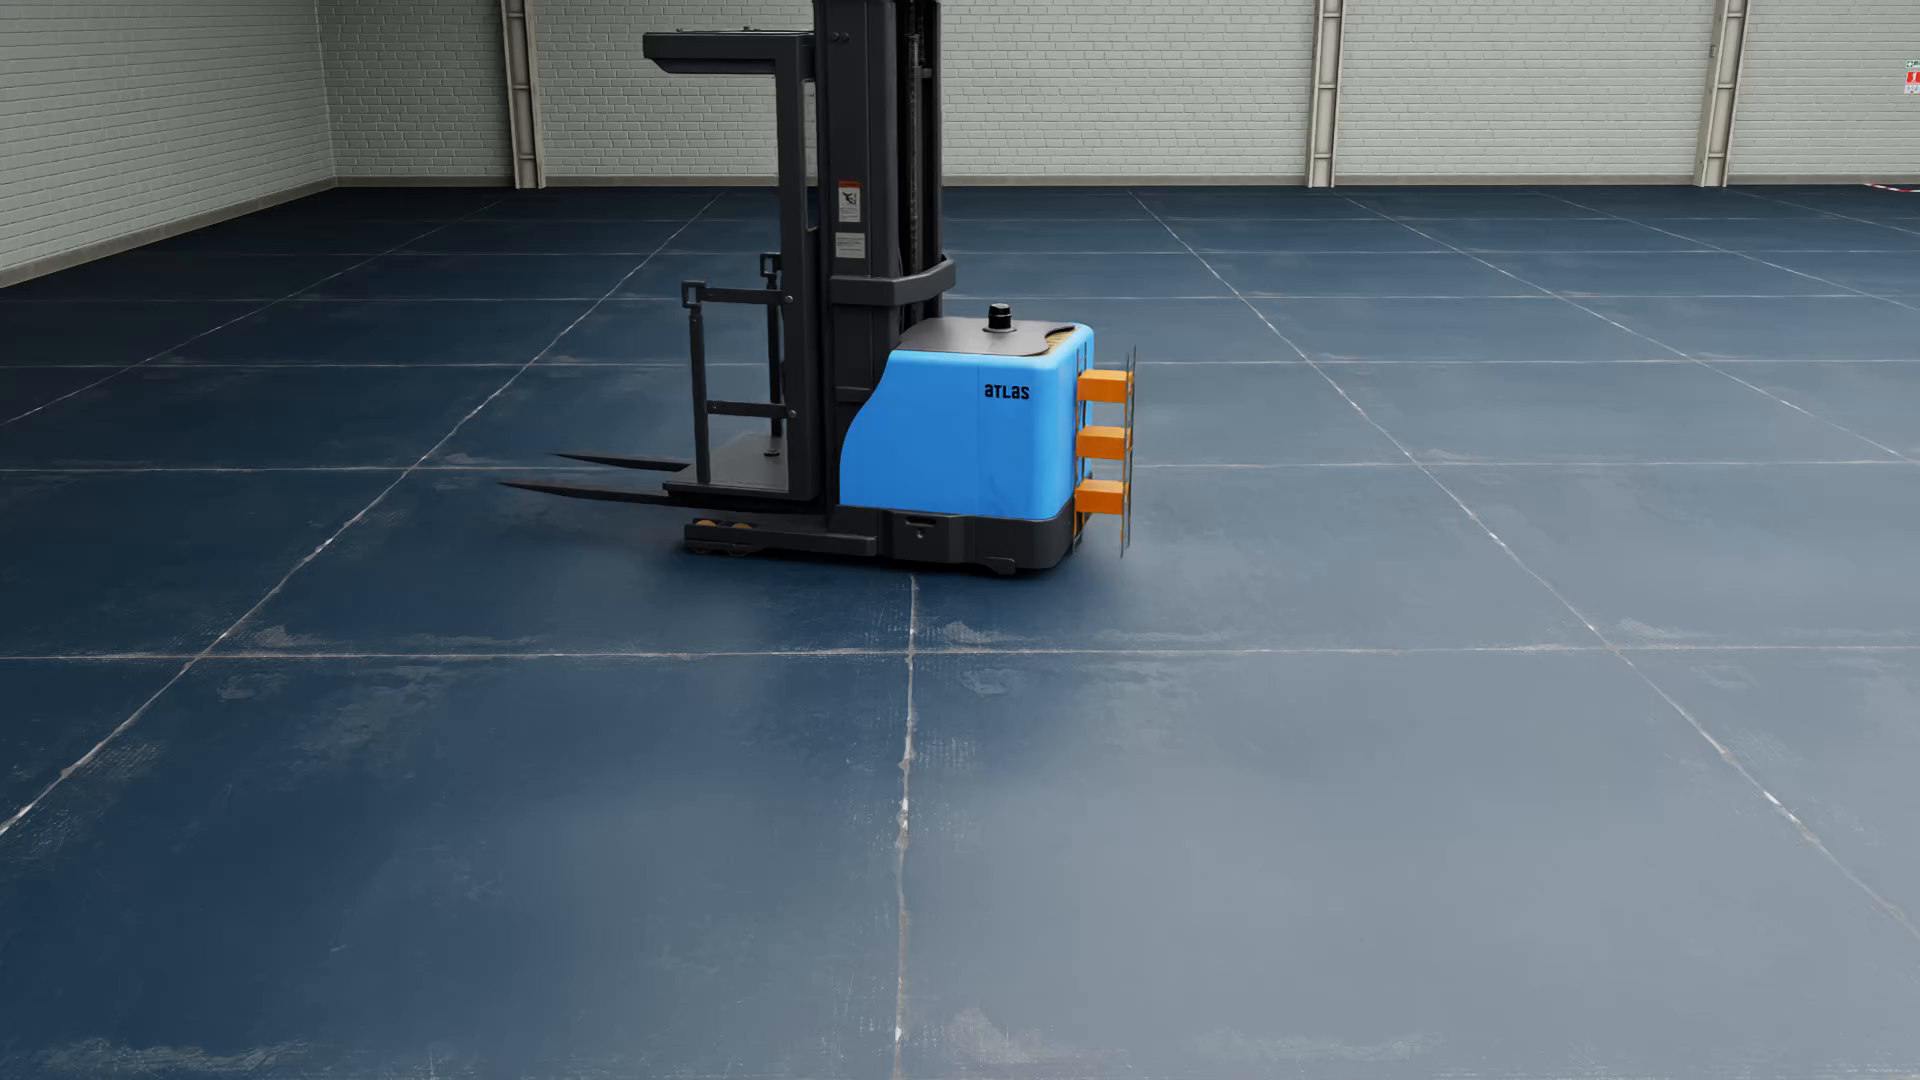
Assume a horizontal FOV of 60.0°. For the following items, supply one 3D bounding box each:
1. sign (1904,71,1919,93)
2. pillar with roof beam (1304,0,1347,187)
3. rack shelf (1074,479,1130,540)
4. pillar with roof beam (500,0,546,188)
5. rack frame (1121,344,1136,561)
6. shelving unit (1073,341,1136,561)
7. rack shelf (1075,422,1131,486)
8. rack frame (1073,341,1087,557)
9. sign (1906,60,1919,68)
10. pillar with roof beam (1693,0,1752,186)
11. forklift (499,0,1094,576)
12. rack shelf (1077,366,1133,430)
[{"bbox_3d":[14.461,-6.942,25.219,0.234,0.329,0.001,0,18,-1],"label":"sign"},{"bbox_3d":[5.556,-8.380,19.940,0.400,9.000,9.100,0,18,-1],"label":"pillar with roof beam"},{"bbox_3d":[0.709,-0.161,8.275,0.240,0.259,0.215,5,18,15],"label":"rack shelf"},{"bbox_3d":[-6.442,-8.322,19.759,0.400,9.000,9.100,0,18,-1],"label":"pillar with roof beam"},{"bbox_3d":[0.827,-0.426,8.156,0.008,1.050,0.200,5,18,15],"label":"rack frame"},{"bbox_3d":[0.709,-0.436,8.187,0.252,1.050,0.215,5,18,15],"label":"shelving unit"},{"bbox_3d":[0.709,-0.426,8.190,0.240,0.259,0.215,5,18,15],"label":"rack shelf"},{"bbox_3d":[0.592,-0.446,8.218,0.008,1.050,0.200,5,18,15],"label":"rack frame"},{"bbox_3d":[14.466,-7.192,25.129,0.331,0.109,0.001,0,18,-1],"label":"sign"},{"bbox_3d":[11.556,-8.409,20.030,0.400,9.000,9.100,0,18,-1],"label":"pillar with roof beam"},{"bbox_3d":[-0.882,-1.459,8.298,3.031,2.935,1.130,5,18,15],"label":"forklift"},{"bbox_3d":[0.709,-0.696,8.104,0.240,0.259,0.215,5,18,15],"label":"rack shelf"}]
